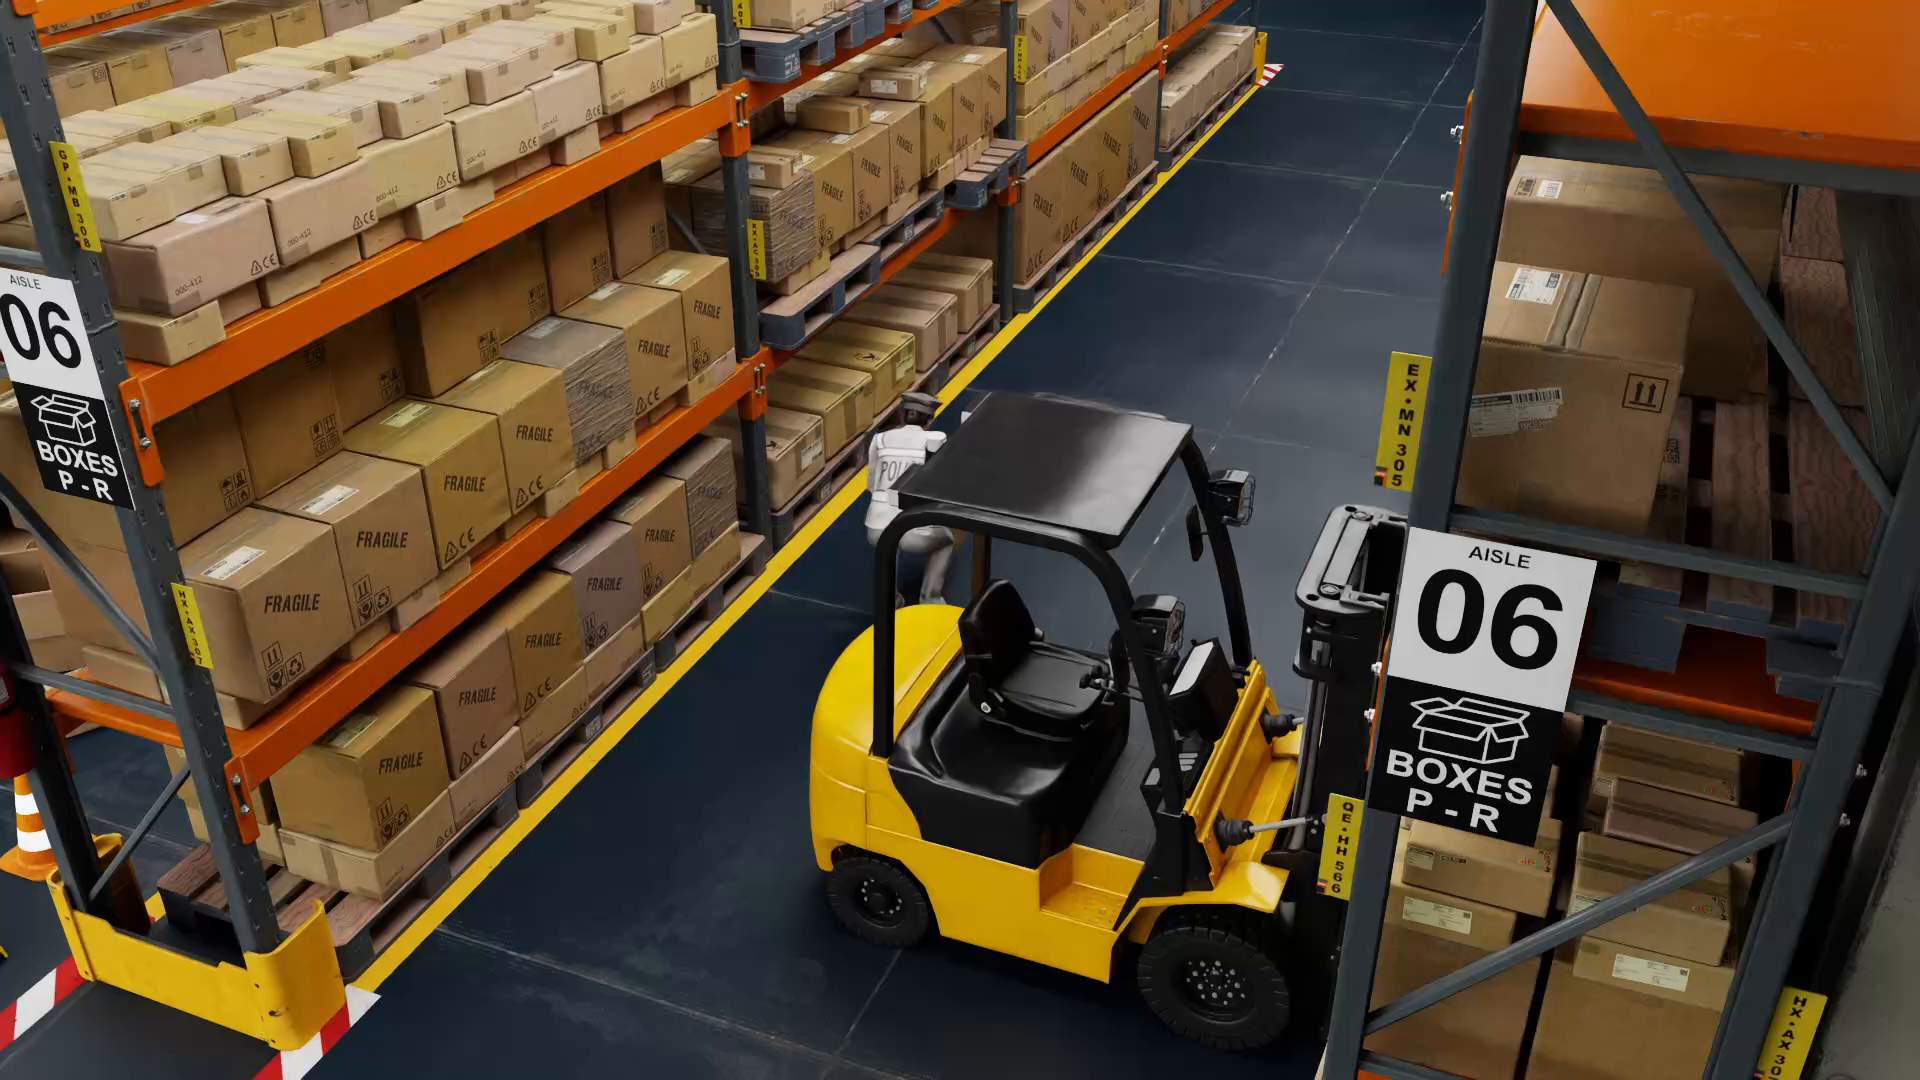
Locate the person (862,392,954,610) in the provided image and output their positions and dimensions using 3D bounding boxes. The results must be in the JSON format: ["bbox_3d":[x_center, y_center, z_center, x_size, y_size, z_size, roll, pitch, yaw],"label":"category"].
[{"bbox_3d":[-0.289,-0.157,9.098,0.530,1.239,0.771,9,31,16],"label":"person"}]
